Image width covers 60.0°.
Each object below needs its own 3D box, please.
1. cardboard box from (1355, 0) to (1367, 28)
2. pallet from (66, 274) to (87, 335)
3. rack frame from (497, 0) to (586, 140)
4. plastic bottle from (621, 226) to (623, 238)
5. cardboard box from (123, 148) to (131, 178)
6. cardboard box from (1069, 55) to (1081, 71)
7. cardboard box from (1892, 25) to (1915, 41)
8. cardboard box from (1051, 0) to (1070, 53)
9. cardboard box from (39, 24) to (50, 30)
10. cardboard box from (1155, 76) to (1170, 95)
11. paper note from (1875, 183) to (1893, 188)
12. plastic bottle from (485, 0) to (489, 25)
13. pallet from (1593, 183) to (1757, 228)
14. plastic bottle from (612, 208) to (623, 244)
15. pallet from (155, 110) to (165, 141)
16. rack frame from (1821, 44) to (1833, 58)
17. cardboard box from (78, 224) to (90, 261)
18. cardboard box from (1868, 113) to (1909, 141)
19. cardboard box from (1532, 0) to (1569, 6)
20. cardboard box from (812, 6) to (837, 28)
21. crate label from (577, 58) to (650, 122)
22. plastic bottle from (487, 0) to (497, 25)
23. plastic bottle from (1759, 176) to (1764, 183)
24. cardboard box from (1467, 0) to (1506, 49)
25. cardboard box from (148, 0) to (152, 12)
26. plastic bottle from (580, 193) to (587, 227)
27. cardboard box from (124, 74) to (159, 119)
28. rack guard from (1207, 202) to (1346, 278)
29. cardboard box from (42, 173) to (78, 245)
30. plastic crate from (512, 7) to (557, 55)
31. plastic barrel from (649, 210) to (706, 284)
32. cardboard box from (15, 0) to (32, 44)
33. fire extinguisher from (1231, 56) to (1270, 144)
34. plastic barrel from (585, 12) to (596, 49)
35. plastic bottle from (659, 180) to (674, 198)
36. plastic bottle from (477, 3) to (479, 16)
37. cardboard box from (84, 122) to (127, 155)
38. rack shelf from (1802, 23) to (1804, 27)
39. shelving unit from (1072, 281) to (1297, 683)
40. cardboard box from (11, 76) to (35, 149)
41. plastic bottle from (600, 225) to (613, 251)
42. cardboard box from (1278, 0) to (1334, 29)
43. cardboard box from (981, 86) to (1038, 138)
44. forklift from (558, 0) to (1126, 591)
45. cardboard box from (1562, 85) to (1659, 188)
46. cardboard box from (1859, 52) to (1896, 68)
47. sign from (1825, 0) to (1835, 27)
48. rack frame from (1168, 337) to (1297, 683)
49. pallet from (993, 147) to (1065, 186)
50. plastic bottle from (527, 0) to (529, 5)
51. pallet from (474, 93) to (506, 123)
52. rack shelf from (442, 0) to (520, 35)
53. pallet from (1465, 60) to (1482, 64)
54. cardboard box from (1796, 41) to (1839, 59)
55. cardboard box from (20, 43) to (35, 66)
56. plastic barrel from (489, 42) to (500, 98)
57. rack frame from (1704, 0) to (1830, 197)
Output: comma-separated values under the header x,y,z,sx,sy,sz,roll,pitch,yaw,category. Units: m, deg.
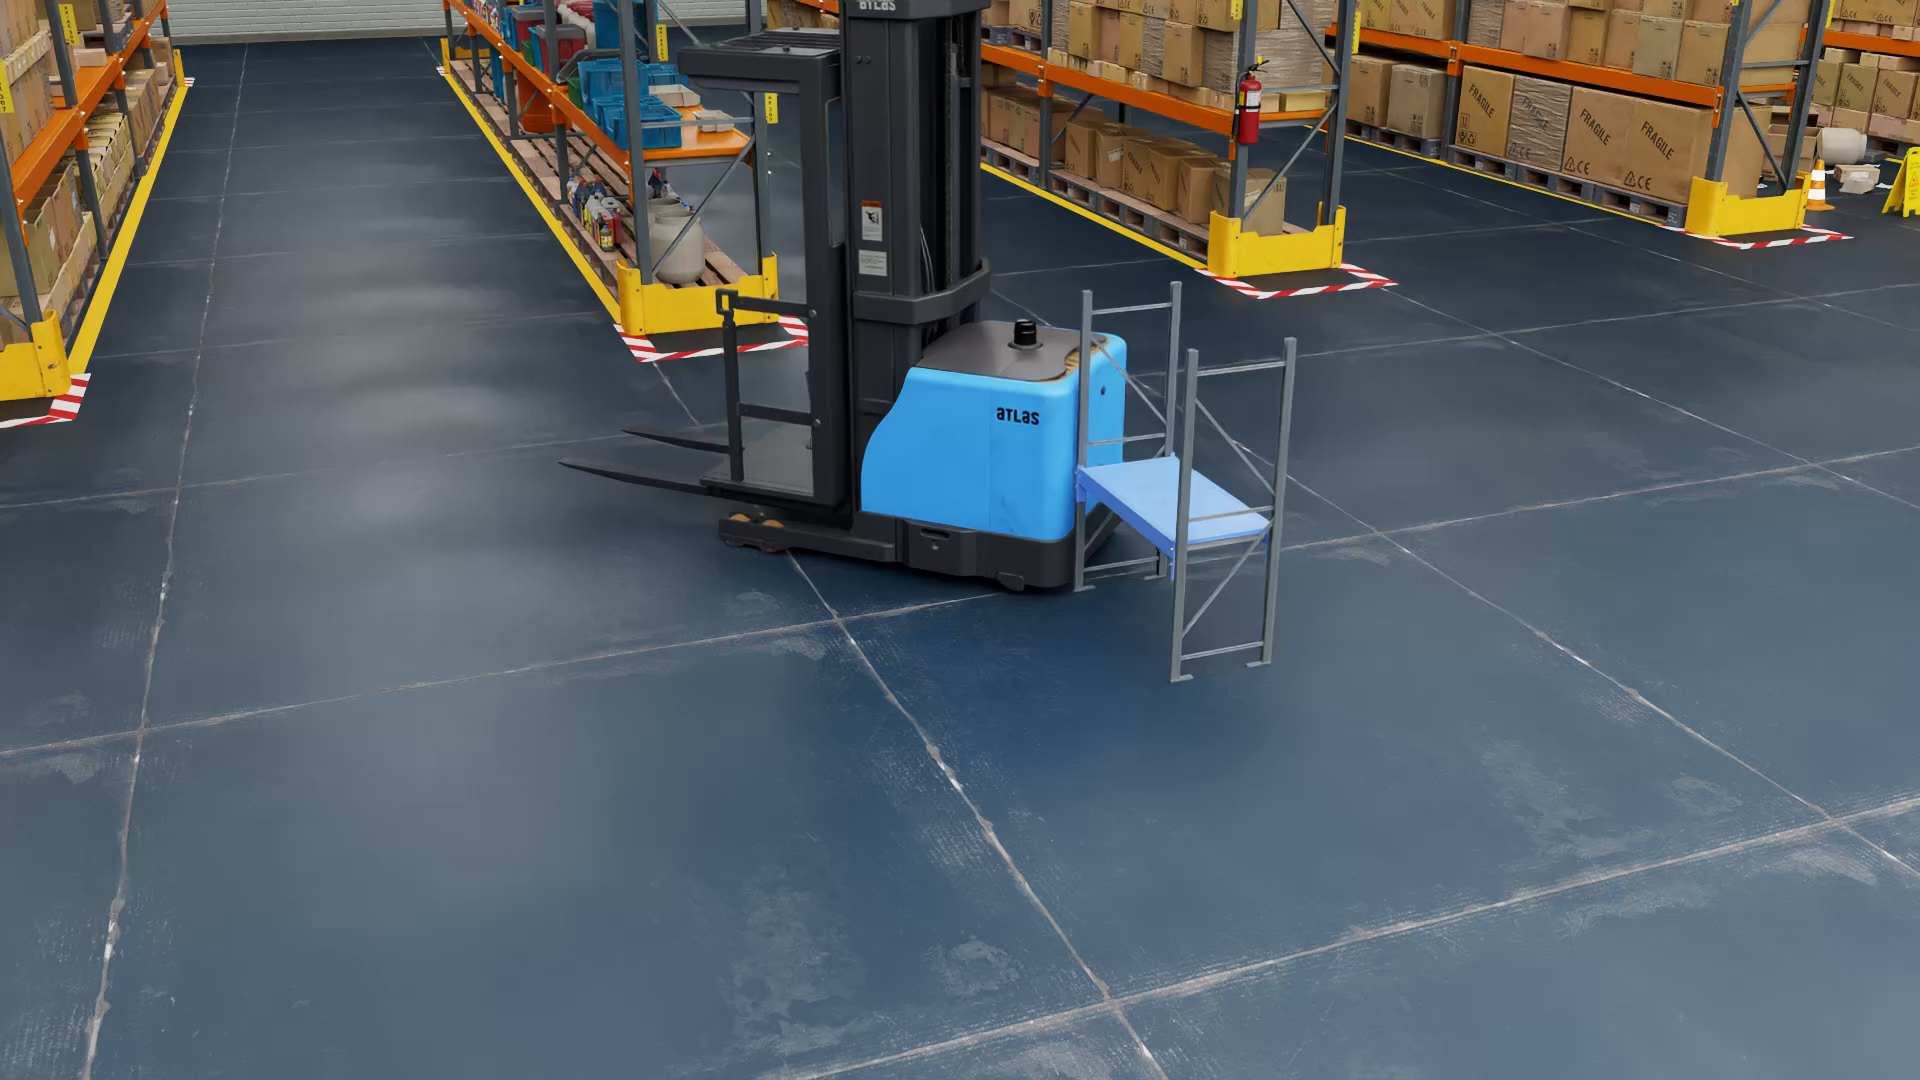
x,y,z,sx,sy,sz,roll,pitch,yaw,category
5.019,-6.540,20.277,0.500,0.500,0.500,-9,24,-20,cardboard box
-7.276,-1.765,12.665,1.003,0.211,1.213,-8,24,-19,pallet
-4.730,-5.920,18.934,1.000,3.000,0.127,-8,24,-19,rack frame
-2.966,-2.703,14.338,0.097,0.201,0.097,0,23,0,plastic bottle
-8.766,-3.824,16.960,0.500,0.250,0.500,-9,24,-20,cardboard box
1.301,-4.731,16.437,0.380,0.149,0.250,-8,24,-19,cardboard box
10.842,-5.766,18.891,0.380,0.149,0.250,-8,24,-19,cardboard box
1.417,-5.157,16.612,0.875,0.500,0.500,-8,24,-19,cardboard box
-8.572,-4.489,15.410,0.500,0.500,0.500,-8,24,-19,cardboard box
1.979,-4.104,14.949,0.380,0.149,0.250,-8,24,-19,cardboard box
9.804,-3.755,17.619,0.148,0.019,0.142,-18,29,-37,paper note
-5.789,-6.486,20.426,0.061,0.283,0.133,-8,24,-19,plastic bottle
7.050,-3.331,16.382,1.003,0.211,1.213,-8,24,-19,pallet
-2.927,-2.682,14.181,0.061,0.283,0.133,-8,24,-19,plastic bottle
-10.456,-5.120,20.625,1.003,0.211,1.213,-8,24,-19,pallet
13.817,-8.642,25.391,1.000,3.000,0.127,-8,24,-19,rack frame
-7.417,-2.393,13.566,0.500,0.250,0.500,-8,24,-19,cardboard box
10.932,-4.796,19.267,0.500,0.250,0.500,-9,24,-20,cardboard box
6.456,-5.819,17.111,0.875,0.550,0.550,-8,24,-19,cardboard box
-1.668,-7.518,24.920,0.875,0.875,0.875,-8,24,-19,cardboard box
-2.808,-3.661,13.529,0.502,0.435,0.616,-8,24,-19,crate label
-5.693,-6.465,20.289,0.144,0.351,0.185,-8,24,-19,plastic bottle
8.499,-3.904,17.935,0.133,0.061,0.283,-18,29,-37,plastic bottle
6.134,-5.727,18.282,0.875,0.550,0.550,-8,24,-19,cardboard box
-10.888,-7.149,21.722,0.500,0.500,0.500,-8,24,-18,cardboard box
-3.334,-2.933,14.778,0.061,0.283,0.133,-7,24,-17,plastic bottle
-10.170,-5.425,20.412,0.500,0.500,0.500,-8,24,-19,cardboard box
2.702,-2.569,14.200,1.175,0.500,0.348,-8,24,-19,rack guard
-7.238,-2.557,12.990,0.500,0.500,0.500,-8,24,-19,cardboard box
-4.446,-5.320,17.429,0.402,0.464,0.583,-8,24,-19,plastic crate
-2.208,-2.289,12.981,0.421,0.512,0.421,0,23,0,plastic barrel
-7.610,-4.088,12.789,0.700,0.500,0.500,-8,24,-19,cardboard box
2.339,-3.552,13.416,0.296,0.674,0.183,-8,24,-19,fire extinguisher
-3.450,-4.907,16.355,0.433,0.535,0.433,0,23,0,plastic barrel
-2.638,-3.067,15.009,0.144,0.351,0.185,-8,24,-19,plastic bottle
-6.157,-6.847,21.389,0.097,0.201,0.097,0,23,0,plastic bottle
-8.761,-4.082,16.851,0.500,0.311,0.500,-9,24,-20,cardboard box
9.881,-6.901,22.188,1.077,0.370,4.000,-8,24,-19,rack shelf
0.971,-0.292,7.512,0.538,1.500,1.048,-8,24,-19,shelving unit
-7.242,-3.115,12.149,0.700,0.500,0.500,-8,24,-17,cardboard box
-2.963,-2.534,13.936,0.097,0.201,0.097,0,23,0,plastic bottle
2.790,-4.574,13.941,0.500,0.500,0.500,-8,24,-19,cardboard box
0.573,-5.005,19.414,0.700,0.500,0.500,-6,24,-15,cardboard box
-0.705,-1.462,8.445,3.031,2.935,1.130,10,25,21,forklift
6.791,-4.108,16.829,0.875,0.875,0.875,-9,24,-20,cardboard box
10.714,-5.585,19.338,0.380,0.149,0.250,-7,24,-17,cardboard box
7.927,-4.846,15.169,0.100,0.325,0.005,-8,24,-19,sign
1.150,-0.107,7.073,0.500,1.500,0.032,-8,24,-19,rack frame
1.040,-4.144,18.310,1.003,0.211,1.213,-8,24,-19,pallet
-5.505,-6.875,21.366,0.097,0.271,0.097,0,23,0,plastic bottle
-5.910,-5.802,22.245,1.003,0.211,1.213,-8,24,-19,pallet
-6.850,-7.769,24.246,1.077,0.370,4.000,-8,24,-19,rack shelf
8.539,-7.414,26.068,1.003,0.211,1.213,-8,24,-19,pallet
13.466,-7.807,26.090,0.500,0.500,0.500,-8,24,-17,cardboard box
-7.298,-3.694,12.688,0.380,0.149,0.250,-8,24,-19,cardboard box
-5.967,-6.400,22.233,0.600,0.901,0.708,-8,24,-19,plastic barrel
7.405,-4.337,15.177,1.000,3.000,0.127,-8,24,-19,rack frame
